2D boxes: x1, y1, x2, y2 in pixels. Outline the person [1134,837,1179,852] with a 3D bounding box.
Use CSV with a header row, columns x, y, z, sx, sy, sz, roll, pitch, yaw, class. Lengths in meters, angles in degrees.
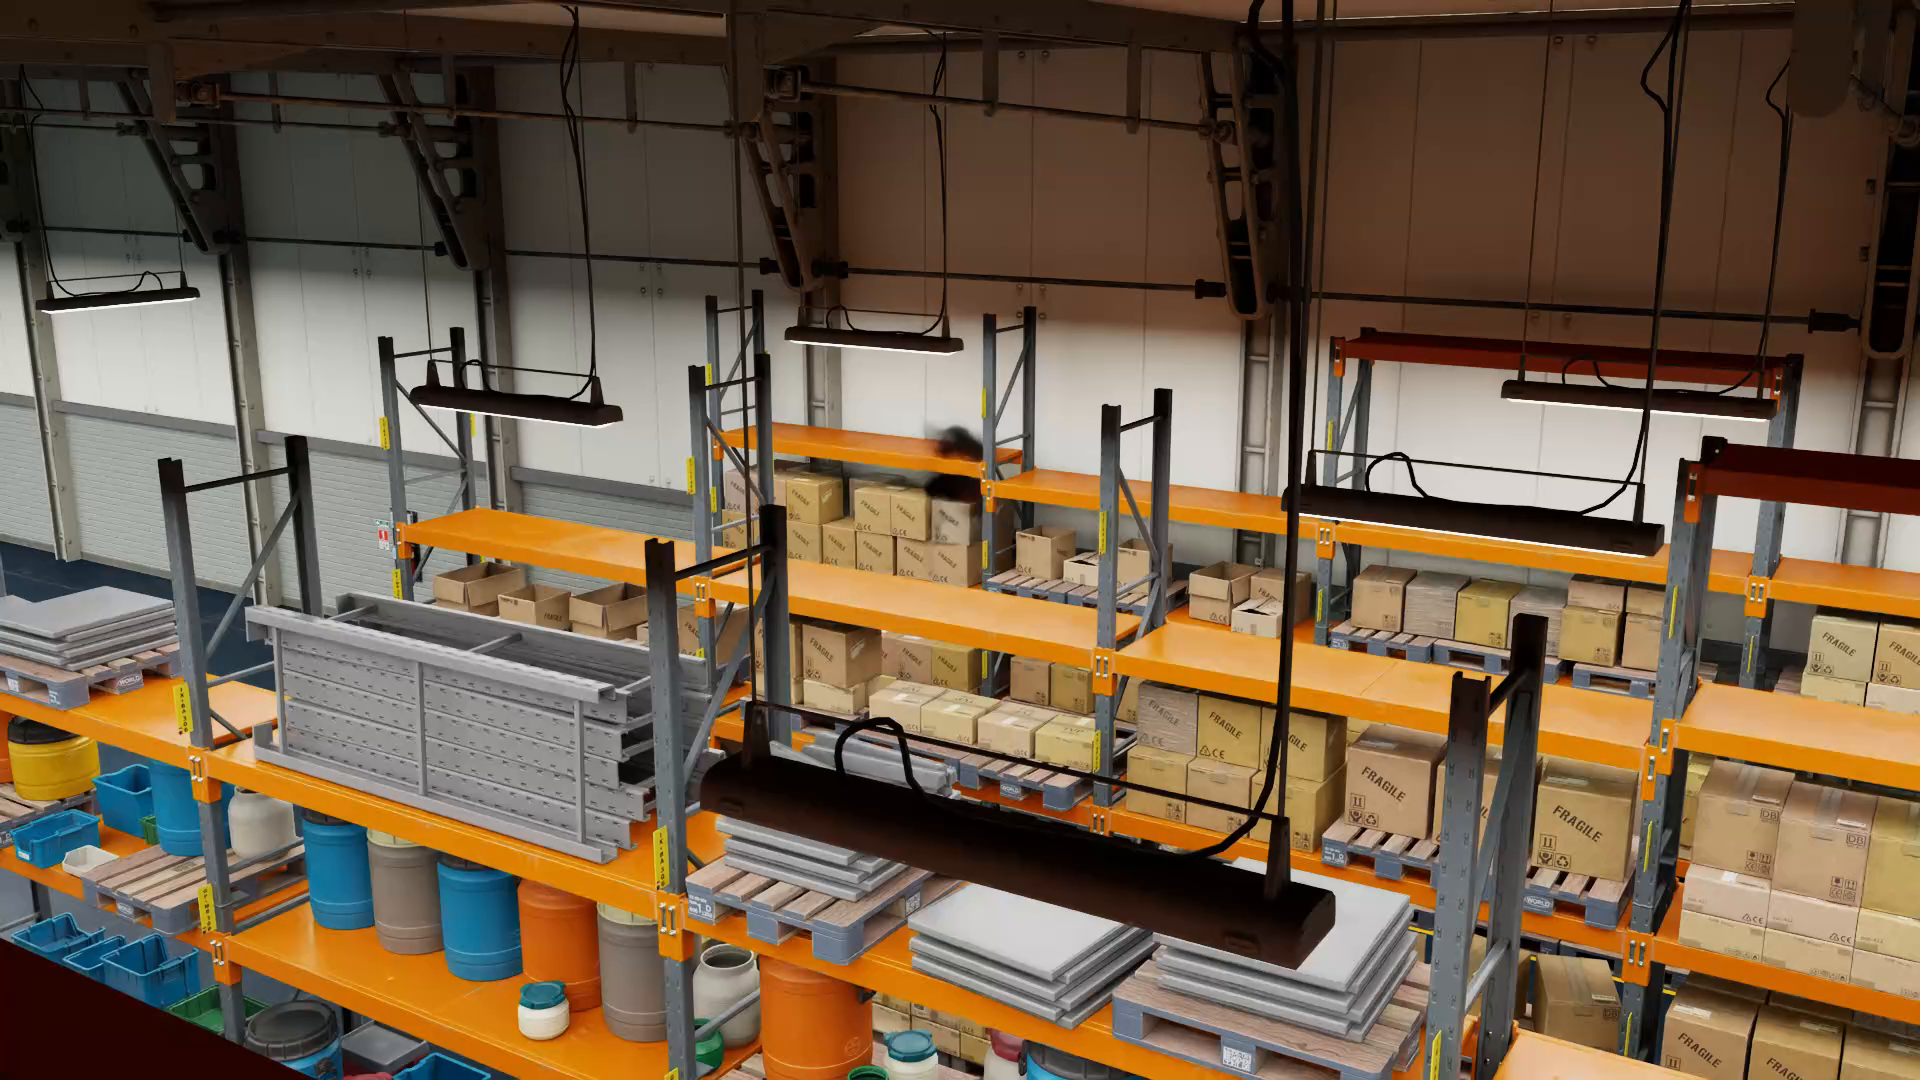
x,y,z,sx,sy,sz,roll,pitch,yaw,class
1.965,3.241,16.390,0.889,1.623,0.610,9,16,31,person
